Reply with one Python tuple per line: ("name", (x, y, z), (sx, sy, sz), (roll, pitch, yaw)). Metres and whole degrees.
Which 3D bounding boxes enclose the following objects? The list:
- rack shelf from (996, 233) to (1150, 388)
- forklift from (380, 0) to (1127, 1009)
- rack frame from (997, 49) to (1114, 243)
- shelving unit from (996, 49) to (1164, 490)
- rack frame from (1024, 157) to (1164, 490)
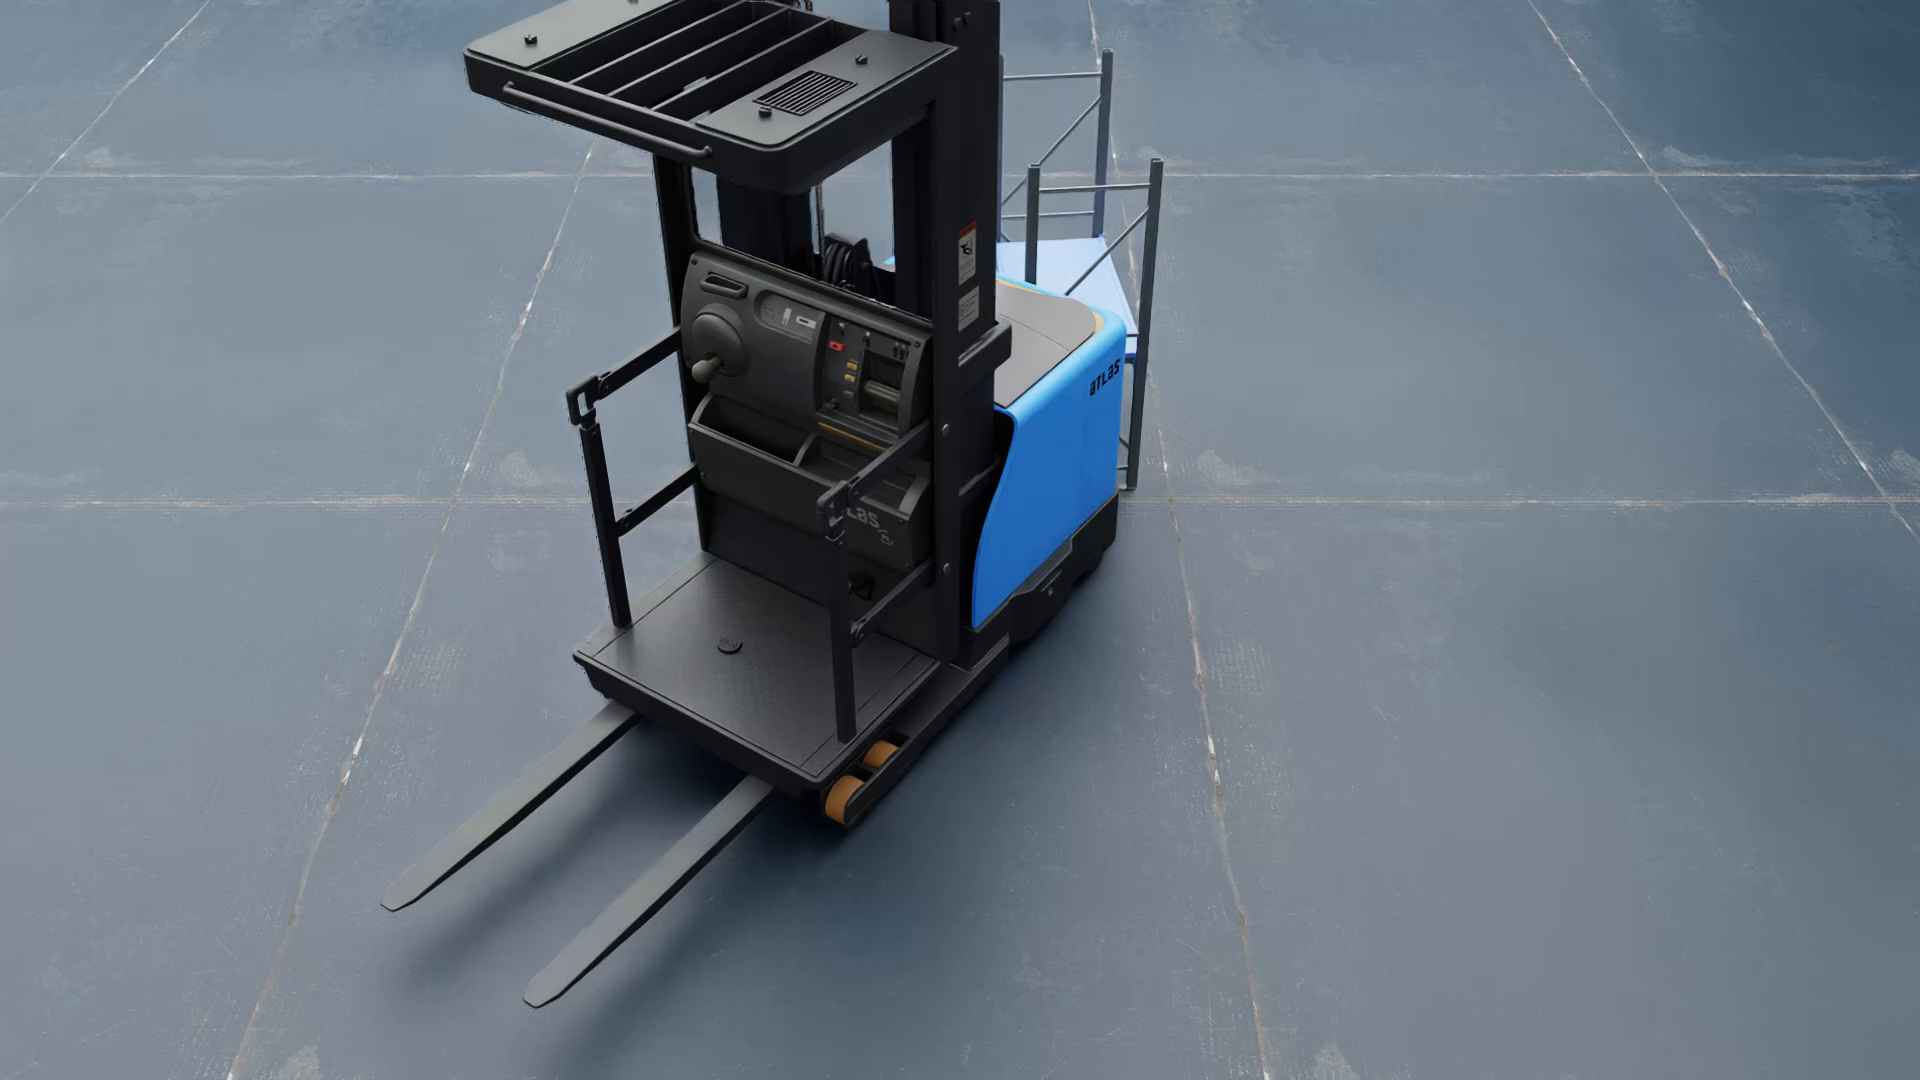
("rack shelf", (0.440, -0.968, 7.047), (0.538, 0.185, 1.000), (-4, 39, -5))
("forklift", (-0.623, -0.535, 5.074), (1.130, 2.935, 3.031), (23, 44, 26))
("rack frame", (0.385, -1.425, 7.328), (0.500, 1.500, 0.032), (-4, 39, -5))
("shelving unit", (0.440, -1.109, 6.934), (0.538, 1.500, 1.048), (-4, 39, -5))
("rack frame", (0.496, -0.793, 6.540), (0.500, 1.500, 0.032), (-4, 39, -5))
